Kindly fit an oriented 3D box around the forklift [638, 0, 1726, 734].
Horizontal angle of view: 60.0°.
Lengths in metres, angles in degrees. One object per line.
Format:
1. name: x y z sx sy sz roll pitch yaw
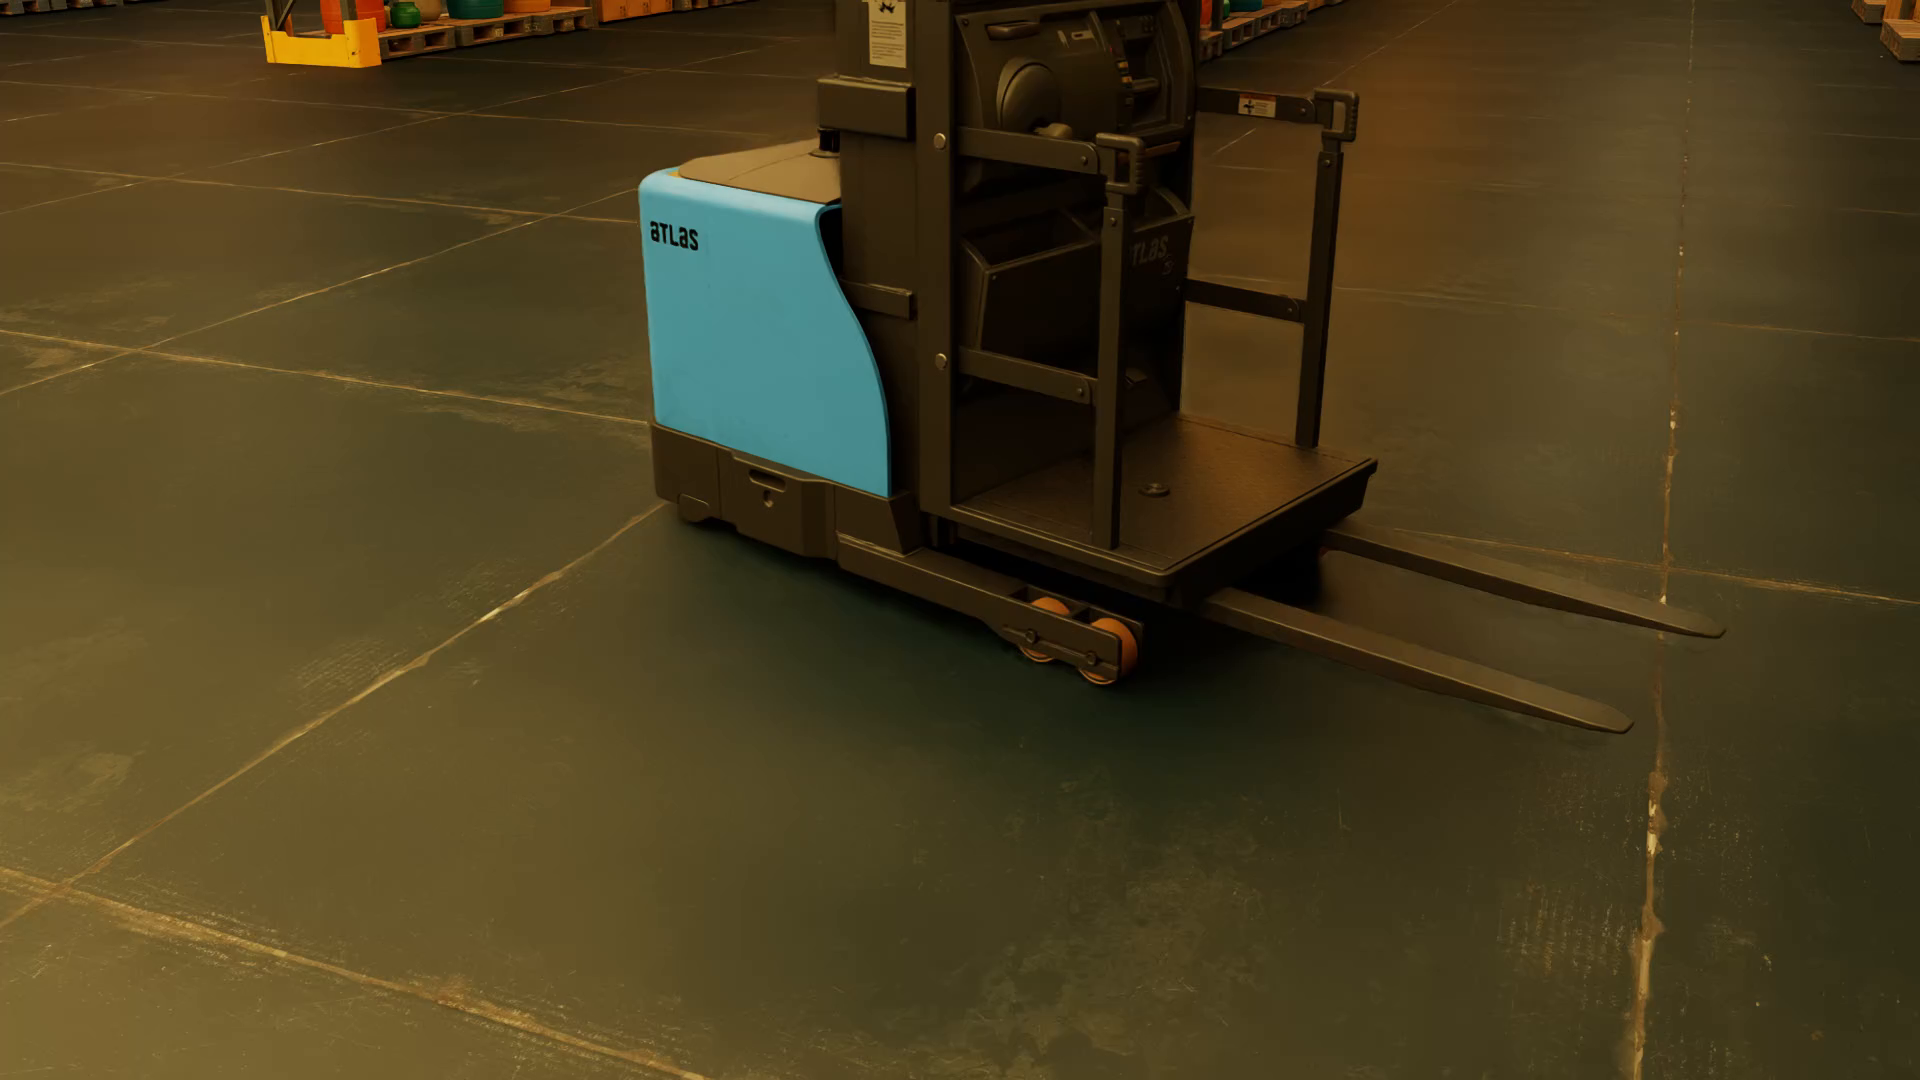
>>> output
1. forklift: 0.479 -1.215 4.198 3.031 2.935 1.130 18 29 37
